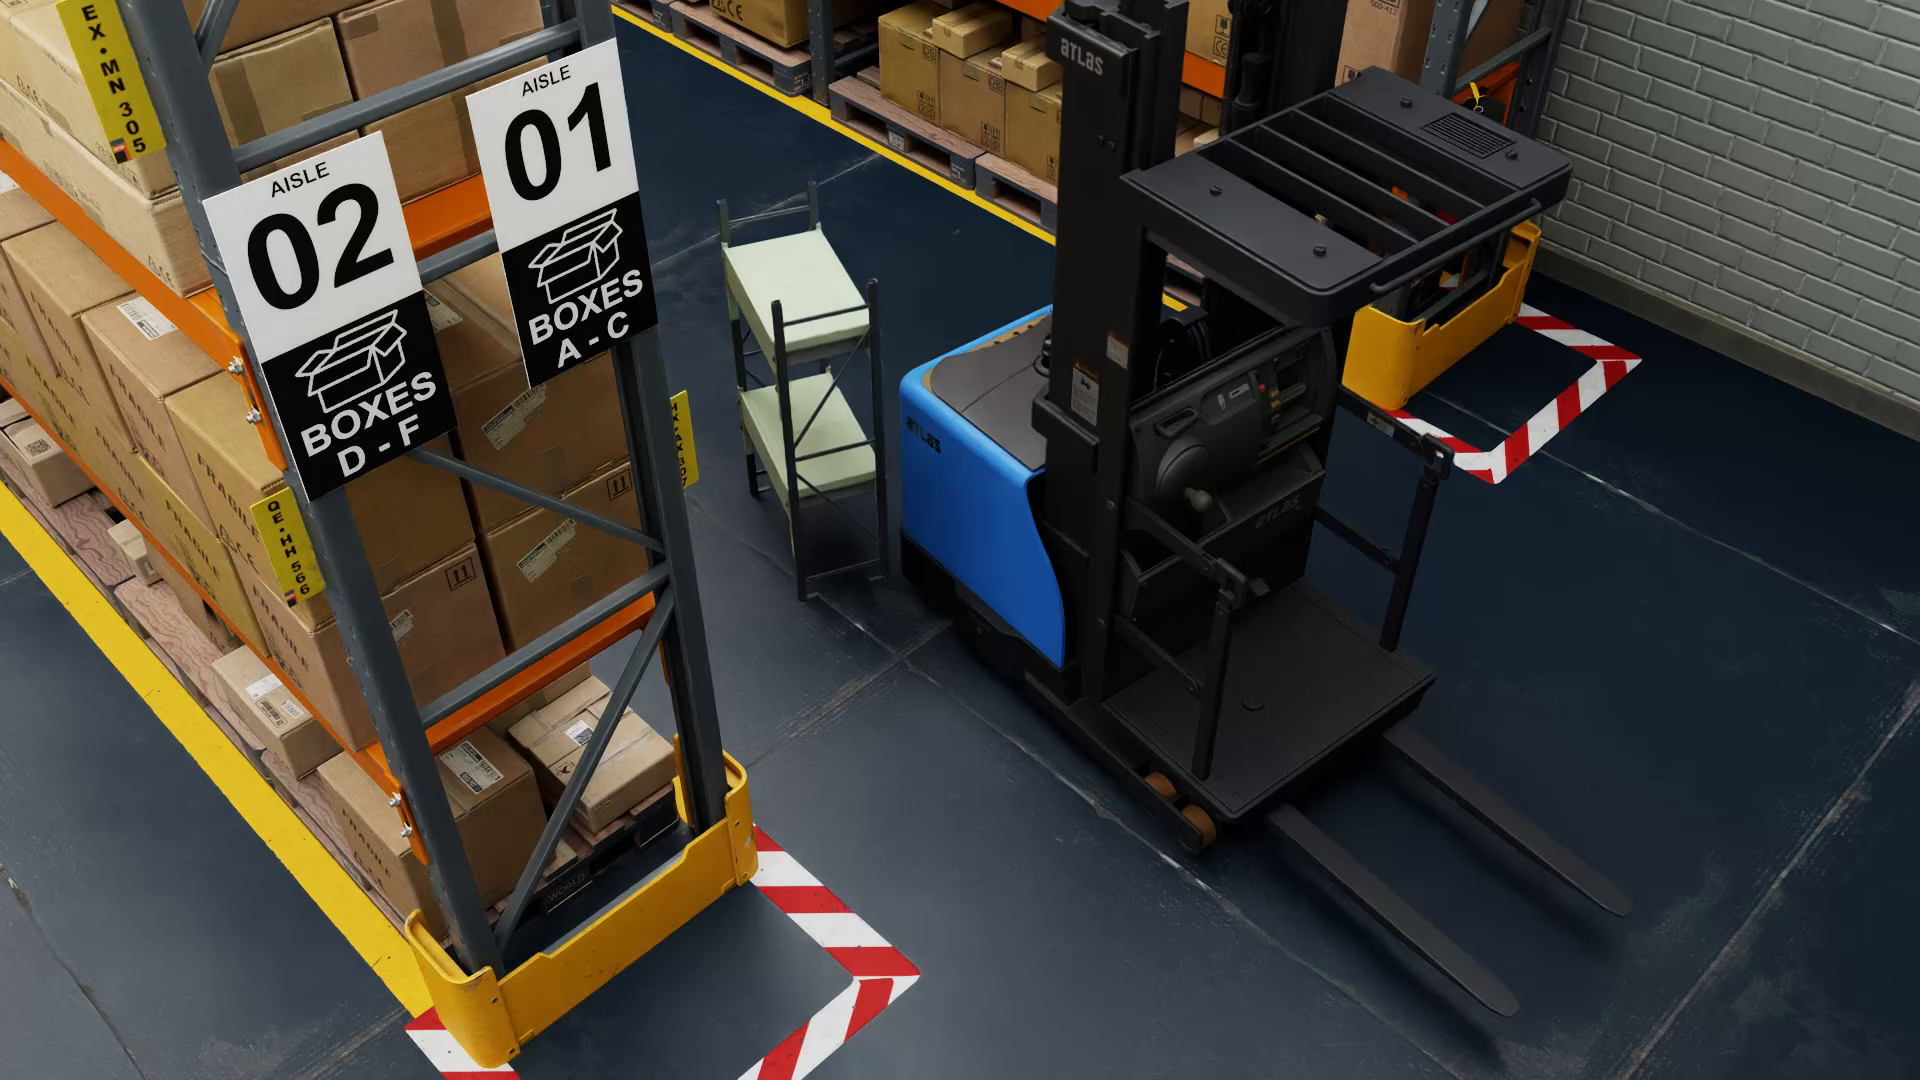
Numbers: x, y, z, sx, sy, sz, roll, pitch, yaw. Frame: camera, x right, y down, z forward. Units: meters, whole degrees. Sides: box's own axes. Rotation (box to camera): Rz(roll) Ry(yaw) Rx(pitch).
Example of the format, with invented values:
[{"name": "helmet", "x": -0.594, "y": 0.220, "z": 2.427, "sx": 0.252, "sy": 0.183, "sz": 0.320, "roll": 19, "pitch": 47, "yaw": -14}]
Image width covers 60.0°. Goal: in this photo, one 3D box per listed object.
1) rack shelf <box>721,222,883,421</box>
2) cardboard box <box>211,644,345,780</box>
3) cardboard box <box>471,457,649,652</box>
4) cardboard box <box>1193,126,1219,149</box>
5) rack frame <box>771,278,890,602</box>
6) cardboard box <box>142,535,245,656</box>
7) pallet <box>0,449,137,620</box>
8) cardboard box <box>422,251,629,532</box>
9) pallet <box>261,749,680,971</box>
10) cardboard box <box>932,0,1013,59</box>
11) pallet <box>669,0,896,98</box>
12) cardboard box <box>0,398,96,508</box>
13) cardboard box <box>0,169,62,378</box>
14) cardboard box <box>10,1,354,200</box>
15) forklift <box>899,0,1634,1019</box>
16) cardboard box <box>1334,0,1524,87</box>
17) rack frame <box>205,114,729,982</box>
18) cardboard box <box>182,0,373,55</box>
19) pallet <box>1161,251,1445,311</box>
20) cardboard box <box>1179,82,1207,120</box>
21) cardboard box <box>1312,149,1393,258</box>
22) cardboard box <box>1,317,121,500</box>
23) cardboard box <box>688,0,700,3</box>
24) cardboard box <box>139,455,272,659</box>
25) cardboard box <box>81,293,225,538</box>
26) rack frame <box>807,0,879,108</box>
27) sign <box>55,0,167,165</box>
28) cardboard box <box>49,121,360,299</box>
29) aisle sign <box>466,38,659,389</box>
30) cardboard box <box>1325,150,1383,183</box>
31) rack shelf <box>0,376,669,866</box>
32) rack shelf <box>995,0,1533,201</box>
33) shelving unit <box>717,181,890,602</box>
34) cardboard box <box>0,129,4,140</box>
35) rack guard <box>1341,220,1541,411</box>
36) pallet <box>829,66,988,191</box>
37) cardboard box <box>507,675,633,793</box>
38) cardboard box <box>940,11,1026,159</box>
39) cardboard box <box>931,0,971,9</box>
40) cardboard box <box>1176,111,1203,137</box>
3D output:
[{"name": "rack shelf", "x": -0.623, "y": -0.866, "z": 6.507, "sx": 0.431, "sy": 0.370, "sz": 0.720, "roll": -15, "pitch": 45, "yaw": -16}, {"name": "cardboard box", "x": -2.387, "y": 0.540, "z": 6.157, "sx": 0.500, "sy": 0.250, "sz": 0.500, "roll": -34, "pitch": 53, "yaw": -31}, {"name": "cardboard box", "x": -1.305, "y": -0.071, "z": 5.043, "sx": 0.500, "sy": 0.500, "sz": 0.500, "roll": -33, "pitch": 52, "yaw": -30}, {"name": "cardboard box", "x": 1.360, "y": -1.930, "z": 8.183, "sx": 0.380, "sy": 0.149, "sz": 0.250, "roll": -33, "pitch": 52, "yaw": -30}, {"name": "rack frame", "x": -0.489, "y": -0.348, "z": 6.522, "sx": 0.400, "sy": 1.500, "sz": 0.023, "roll": -15, "pitch": 45, "yaw": -16}, {"name": "cardboard box", "x": -2.673, "y": 0.039, "z": 6.513, "sx": 0.797, "sy": 0.503, "sz": 0.637, "roll": -34, "pitch": 53, "yaw": -31}, {"name": "pallet", "x": -3.519, "y": -0.262, "z": 7.378, "sx": 1.003, "sy": 0.211, "sz": 1.213, "roll": -34, "pitch": 53, "yaw": -31}, {"name": "cardboard box", "x": -1.305, "y": -0.438, "z": 4.703, "sx": 0.500, "sy": 0.500, "sz": 0.500, "roll": -32, "pitch": 52, "yaw": -30}, {"name": "pallet", "x": -1.796, "y": 0.911, "z": 6.109, "sx": 1.003, "sy": 0.211, "sz": 1.213, "roll": -34, "pitch": 53, "yaw": -31}, {"name": "cardboard box", "x": 0.070, "y": -2.806, "z": 9.131, "sx": 0.380, "sy": 0.149, "sz": 0.250, "roll": -32, "pitch": 52, "yaw": -30}, {"name": "pallet", "x": -1.097, "y": -3.303, "z": 10.669, "sx": 1.003, "sy": 0.211, "sz": 1.213, "roll": -34, "pitch": 53, "yaw": -31}, {"name": "cardboard box", "x": -3.860, "y": -0.485, "z": 7.222, "sx": 0.500, "sy": 0.311, "sz": 0.500, "roll": -34, "pitch": 53, "yaw": -31}, {"name": "cardboard box", "x": -2.777, "y": -0.916, "z": 5.221, "sx": 0.500, "sy": 0.500, "sz": 0.500, "roll": -32, "pitch": 52, "yaw": -30}, {"name": "cardboard box", "x": -1.722, "y": -1.049, "z": 3.707, "sx": 0.500, "sy": 0.250, "sz": 0.500, "roll": -34, "pitch": 53, "yaw": -31}, {"name": "forklift", "x": 1.062, "y": -0.338, "z": 5.456, "sx": 1.130, "sy": 2.935, "sz": 3.031, "roll": -28, "pitch": 50, "yaw": -27}, {"name": "cardboard box", "x": 1.959, "y": -2.421, "z": 7.438, "sx": 0.980, "sy": 0.700, "sz": 0.700, "roll": -32, "pitch": 51, "yaw": -30}, {"name": "rack frame", "x": -1.178, "y": 0.306, "z": 4.709, "sx": 1.000, "sy": 3.000, "sz": 0.127, "roll": -34, "pitch": 53, "yaw": -31}, {"name": "cardboard box", "x": -1.553, "y": -1.439, "z": 3.576, "sx": 0.700, "sy": 0.500, "sz": 0.500, "roll": -34, "pitch": 53, "yaw": -31}, {"name": "pallet", "x": 1.706, "y": -1.393, "z": 8.602, "sx": 1.003, "sy": 0.211, "sz": 1.213, "roll": -34, "pitch": 53, "yaw": -31}, {"name": "cardboard box", "x": 1.276, "y": -2.354, "z": 8.642, "sx": 0.380, "sy": 0.149, "sz": 0.250, "roll": -33, "pitch": 52, "yaw": -31}, {"name": "cardboard box", "x": 1.761, "y": -1.595, "z": 8.298, "sx": 0.700, "sy": 0.500, "sz": 0.500, "roll": -34, "pitch": 53, "yaw": -31}, {"name": "cardboard box", "x": -2.761, "y": -0.548, "z": 5.559, "sx": 0.500, "sy": 0.500, "sz": 0.500, "roll": 33, "pitch": 52, "yaw": 31}, {"name": "cardboard box", "x": -1.680, "y": -4.033, "z": 10.679, "sx": 0.750, "sy": 0.750, "sz": 0.750, "roll": -32, "pitch": 52, "yaw": -30}, {"name": "cardboard box", "x": -2.056, "y": -0.063, "z": 5.035, "sx": 0.500, "sy": 0.500, "sz": 0.500, "roll": -34, "pitch": 52, "yaw": -31}, {"name": "cardboard box", "x": -2.045, "y": -0.423, "z": 4.687, "sx": 0.500, "sy": 0.500, "sz": 0.500, "roll": -33, "pitch": 52, "yaw": -30}, {"name": "rack frame", "x": -0.499, "y": -3.992, "z": 9.360, "sx": 1.000, "sy": 3.000, "sz": 0.127, "roll": -34, "pitch": 53, "yaw": -31}, {"name": "sign", "x": -1.586, "y": -0.865, "z": 3.113, "sx": 0.100, "sy": 0.325, "sz": 0.005, "roll": -34, "pitch": 53, "yaw": -31}, {"name": "cardboard box", "x": -1.728, "y": -0.861, "z": 3.872, "sx": 0.500, "sy": 0.250, "sz": 0.500, "roll": -34, "pitch": 53, "yaw": -31}, {"name": "aisle sign", "x": -0.922, "y": -0.757, "z": 3.944, "sx": 0.394, "sy": 0.787, "sz": 0.004, "roll": -34, "pitch": 53, "yaw": -31}, {"name": "cardboard box", "x": 1.991, "y": -1.869, "z": 8.117, "sx": 0.380, "sy": 0.149, "sz": 0.250, "roll": -34, "pitch": 52, "yaw": -31}, {"name": "rack shelf", "x": -2.591, "y": -0.391, "z": 5.993, "sx": 1.077, "sy": 0.370, "sz": 4.000, "roll": -34, "pitch": 53, "yaw": -31}, {"name": "rack shelf", "x": 0.914, "y": -2.767, "z": 8.564, "sx": 1.077, "sy": 0.370, "sz": 4.000, "roll": -34, "pitch": 53, "yaw": -31}, {"name": "shelving unit", "x": -0.622, "y": -0.580, "z": 6.772, "sx": 0.431, "sy": 1.500, "sz": 0.755, "roll": -15, "pitch": 45, "yaw": -16}, {"name": "cardboard box", "x": -2.436, "y": -1.341, "z": 4.391, "sx": 0.500, "sy": 0.250, "sz": 0.500, "roll": -34, "pitch": 53, "yaw": -31}, {"name": "rack guard", "x": 2.343, "y": -1.141, "z": 8.116, "sx": 1.175, "sy": 0.500, "sz": 0.348, "roll": -34, "pitch": 53, "yaw": -31}, {"name": "pallet", "x": -0.017, "y": -2.565, "z": 9.871, "sx": 1.003, "sy": 0.211, "sz": 1.213, "roll": -34, "pitch": 53, "yaw": -31}, {"name": "cardboard box", "x": -1.407, "y": 0.699, "z": 6.047, "sx": 0.380, "sy": 0.166, "sz": 0.250, "roll": -34, "pitch": 53, "yaw": -31}, {"name": "cardboard box", "x": 0.309, "y": -2.577, "z": 9.361, "sx": 0.500, "sy": 0.500, "sz": 0.700, "roll": 34, "pitch": 52, "yaw": 31}, {"name": "cardboard box", "x": -0.005, "y": -3.223, "z": 9.582, "sx": 0.250, "sy": 0.149, "sz": 0.380, "roll": 34, "pitch": 52, "yaw": 31}, {"name": "cardboard box", "x": 1.052, "y": -2.077, "z": 8.820, "sx": 0.500, "sy": 0.500, "sz": 0.700, "roll": 32, "pitch": 52, "yaw": 30}]
